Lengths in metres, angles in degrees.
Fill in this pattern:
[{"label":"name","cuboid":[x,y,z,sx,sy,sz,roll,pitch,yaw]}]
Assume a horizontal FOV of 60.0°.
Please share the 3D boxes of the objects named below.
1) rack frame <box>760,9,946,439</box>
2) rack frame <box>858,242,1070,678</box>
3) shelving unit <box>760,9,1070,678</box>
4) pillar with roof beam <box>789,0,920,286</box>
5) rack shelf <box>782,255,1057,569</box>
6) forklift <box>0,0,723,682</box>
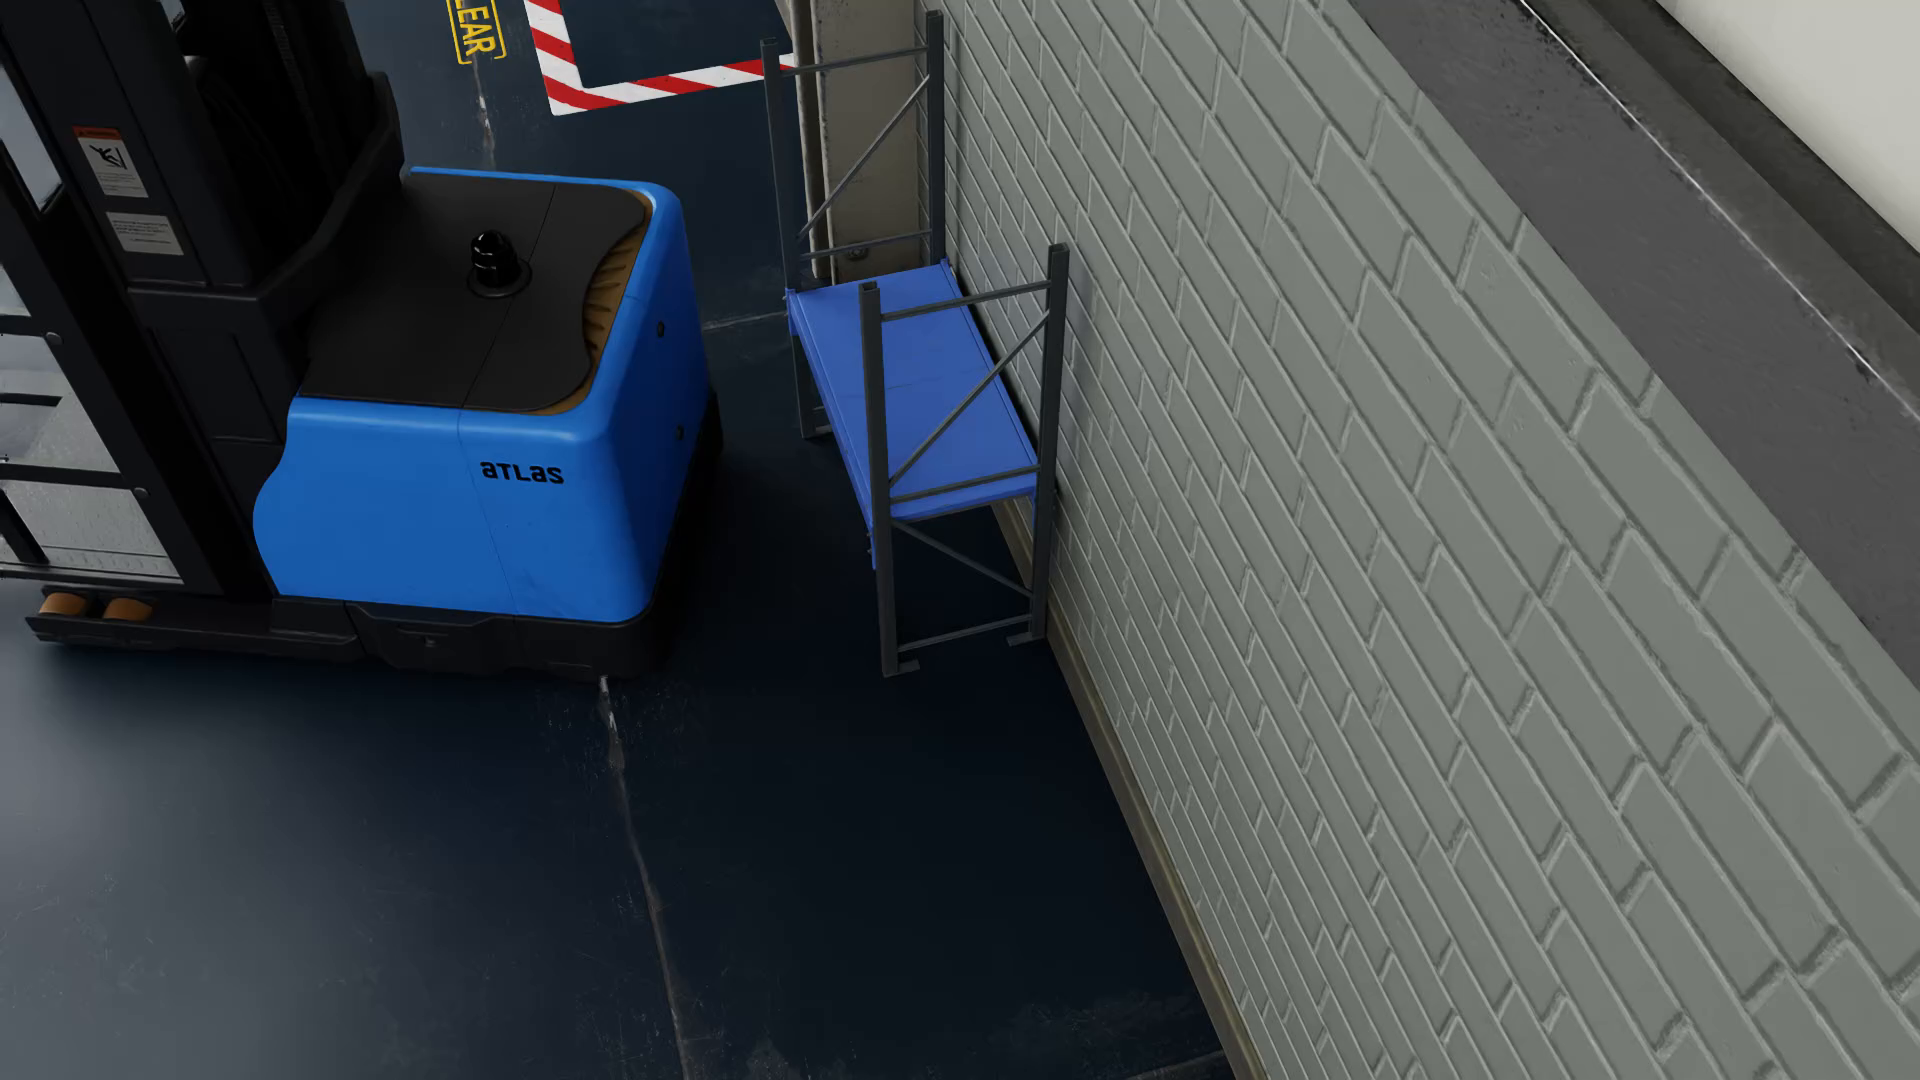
[{"label":"rack frame","cuboid":[-0.287,-0.886,5.016,0.500,1.500,0.032,-13,51,-11]},{"label":"rack frame","cuboid":[0.012,-0.144,4.390,0.500,1.500,0.032,-13,51,-11]},{"label":"shelving unit","cuboid":[-0.138,-0.515,4.703,0.538,1.500,1.048,-13,51,-11]},{"label":"pillar with roof beam","cuboid":[-4.448,-2.809,1.733,9.100,9.000,0.400,-13,51,-11]},{"label":"rack shelf","cuboid":[-0.138,-0.399,4.841,0.538,0.185,1.000,-13,51,-11]},{"label":"forklift","cuboid":[-2.324,-1.015,4.189,3.031,2.935,1.130,5,50,4]}]
